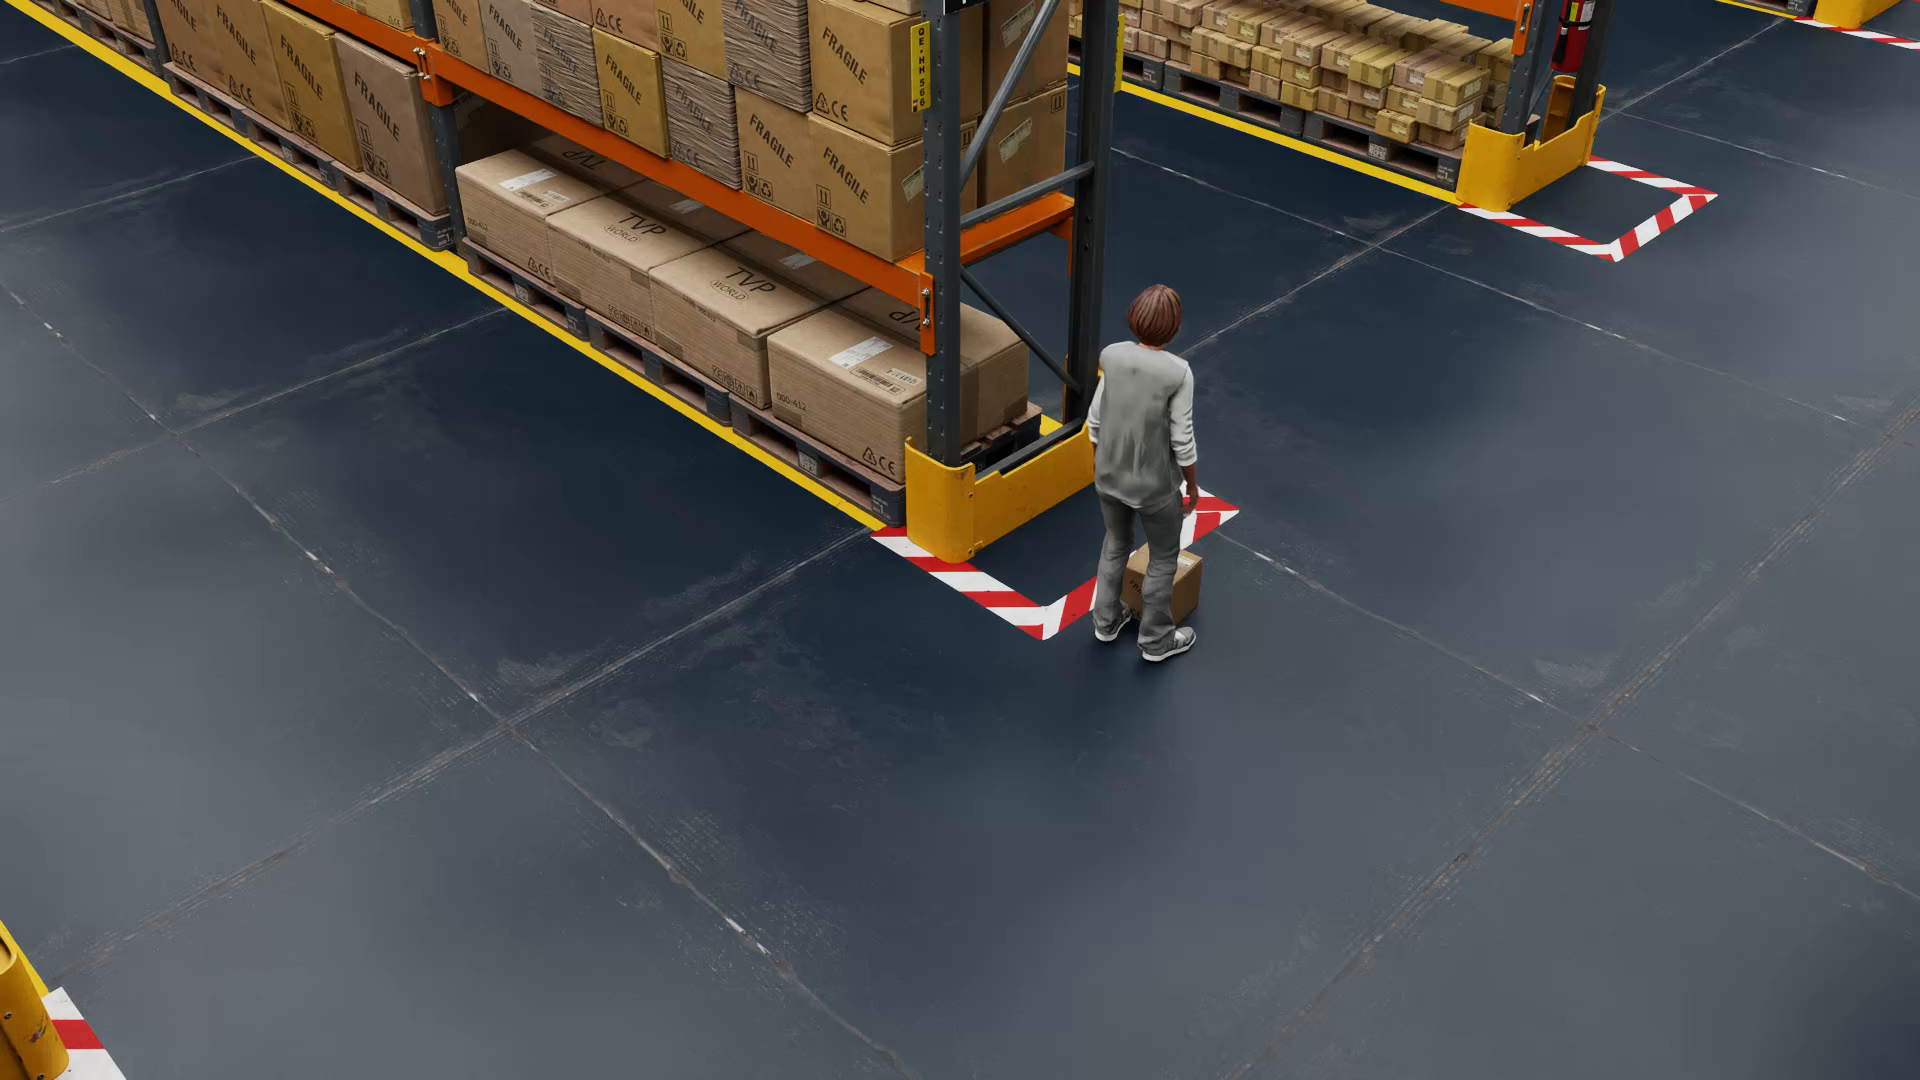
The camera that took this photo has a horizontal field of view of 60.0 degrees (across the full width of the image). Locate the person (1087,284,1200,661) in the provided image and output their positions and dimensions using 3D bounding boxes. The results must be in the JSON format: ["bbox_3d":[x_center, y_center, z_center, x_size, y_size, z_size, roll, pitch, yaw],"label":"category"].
[{"bbox_3d":[0.709,-0.216,6.497,0.484,1.542,0.341,23,42,28],"label":"person"}]
